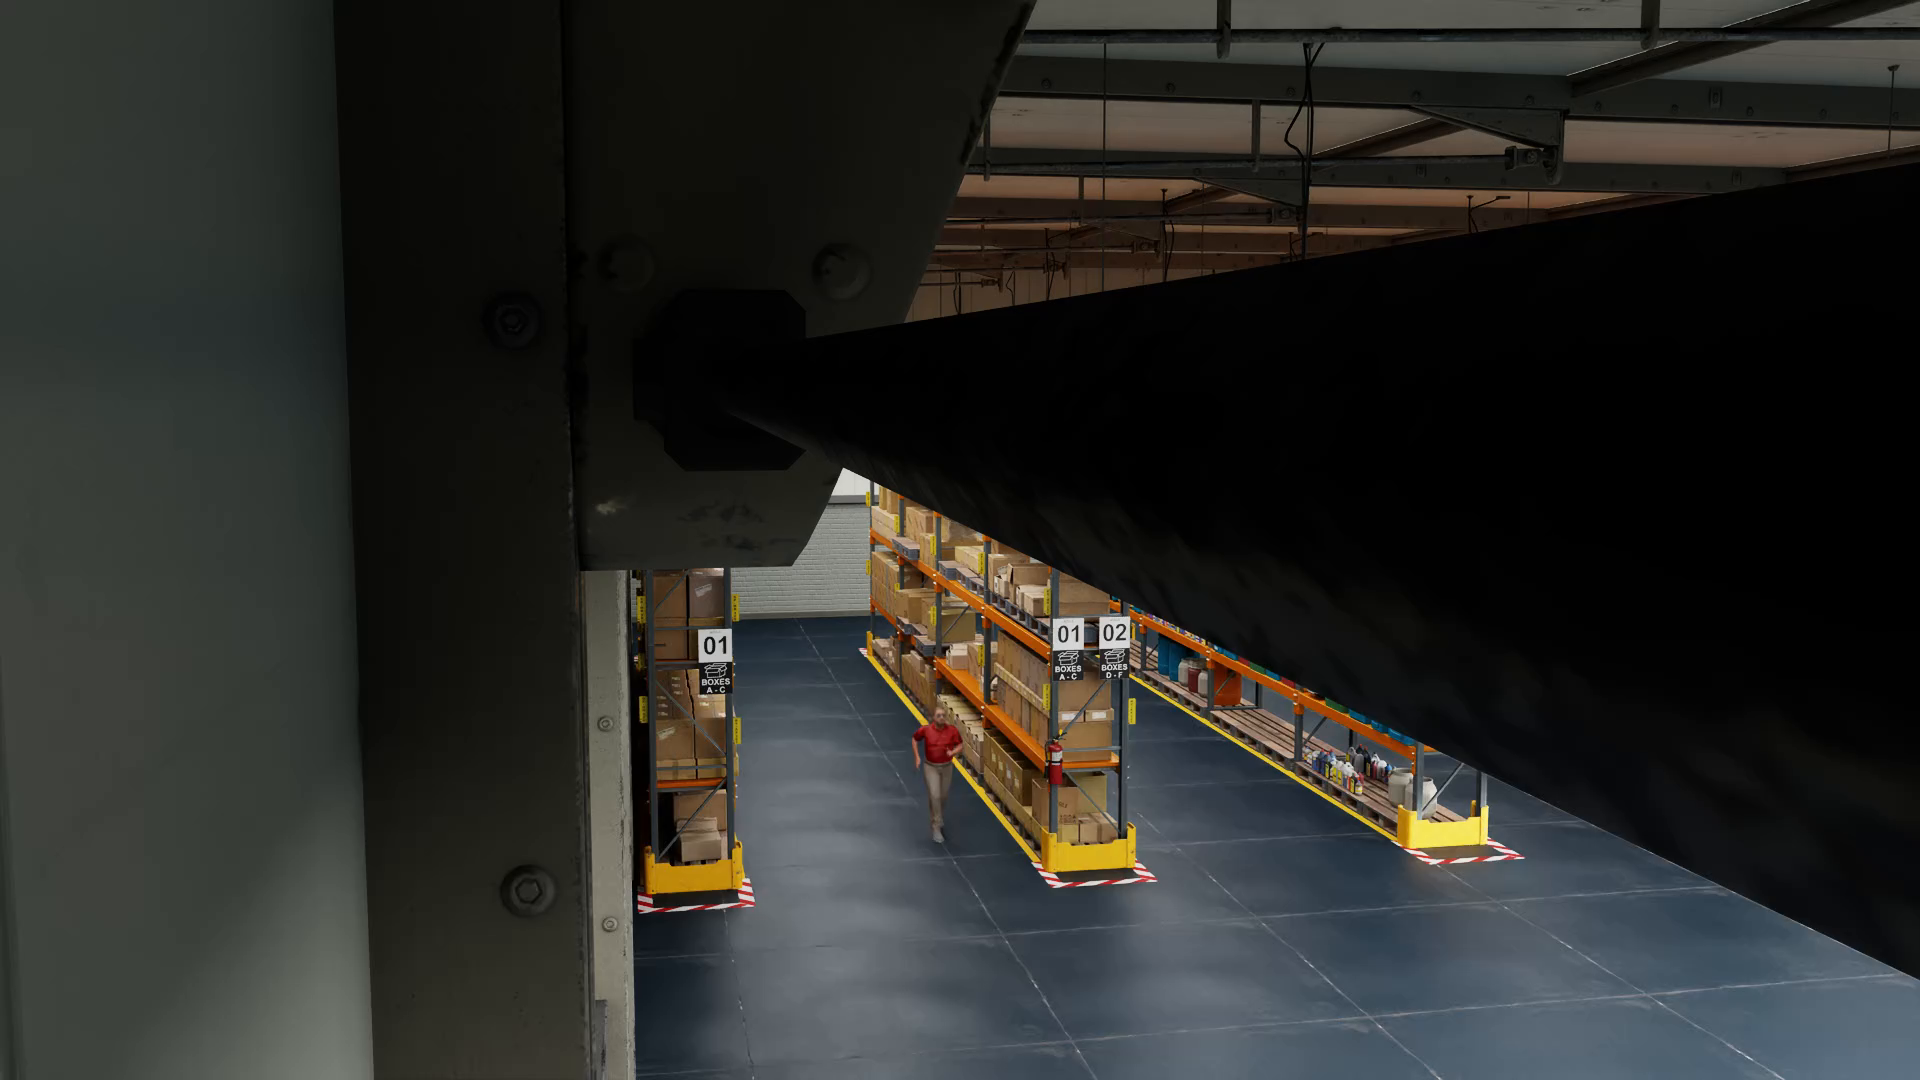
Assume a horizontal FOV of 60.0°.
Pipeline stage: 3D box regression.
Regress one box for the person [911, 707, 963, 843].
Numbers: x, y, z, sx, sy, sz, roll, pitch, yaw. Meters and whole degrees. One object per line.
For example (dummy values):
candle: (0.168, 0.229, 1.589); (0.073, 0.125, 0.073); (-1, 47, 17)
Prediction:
person: (-0.282, 3.113, 22.457); (0.665, 1.745, 0.899); (-2, 6, -16)
